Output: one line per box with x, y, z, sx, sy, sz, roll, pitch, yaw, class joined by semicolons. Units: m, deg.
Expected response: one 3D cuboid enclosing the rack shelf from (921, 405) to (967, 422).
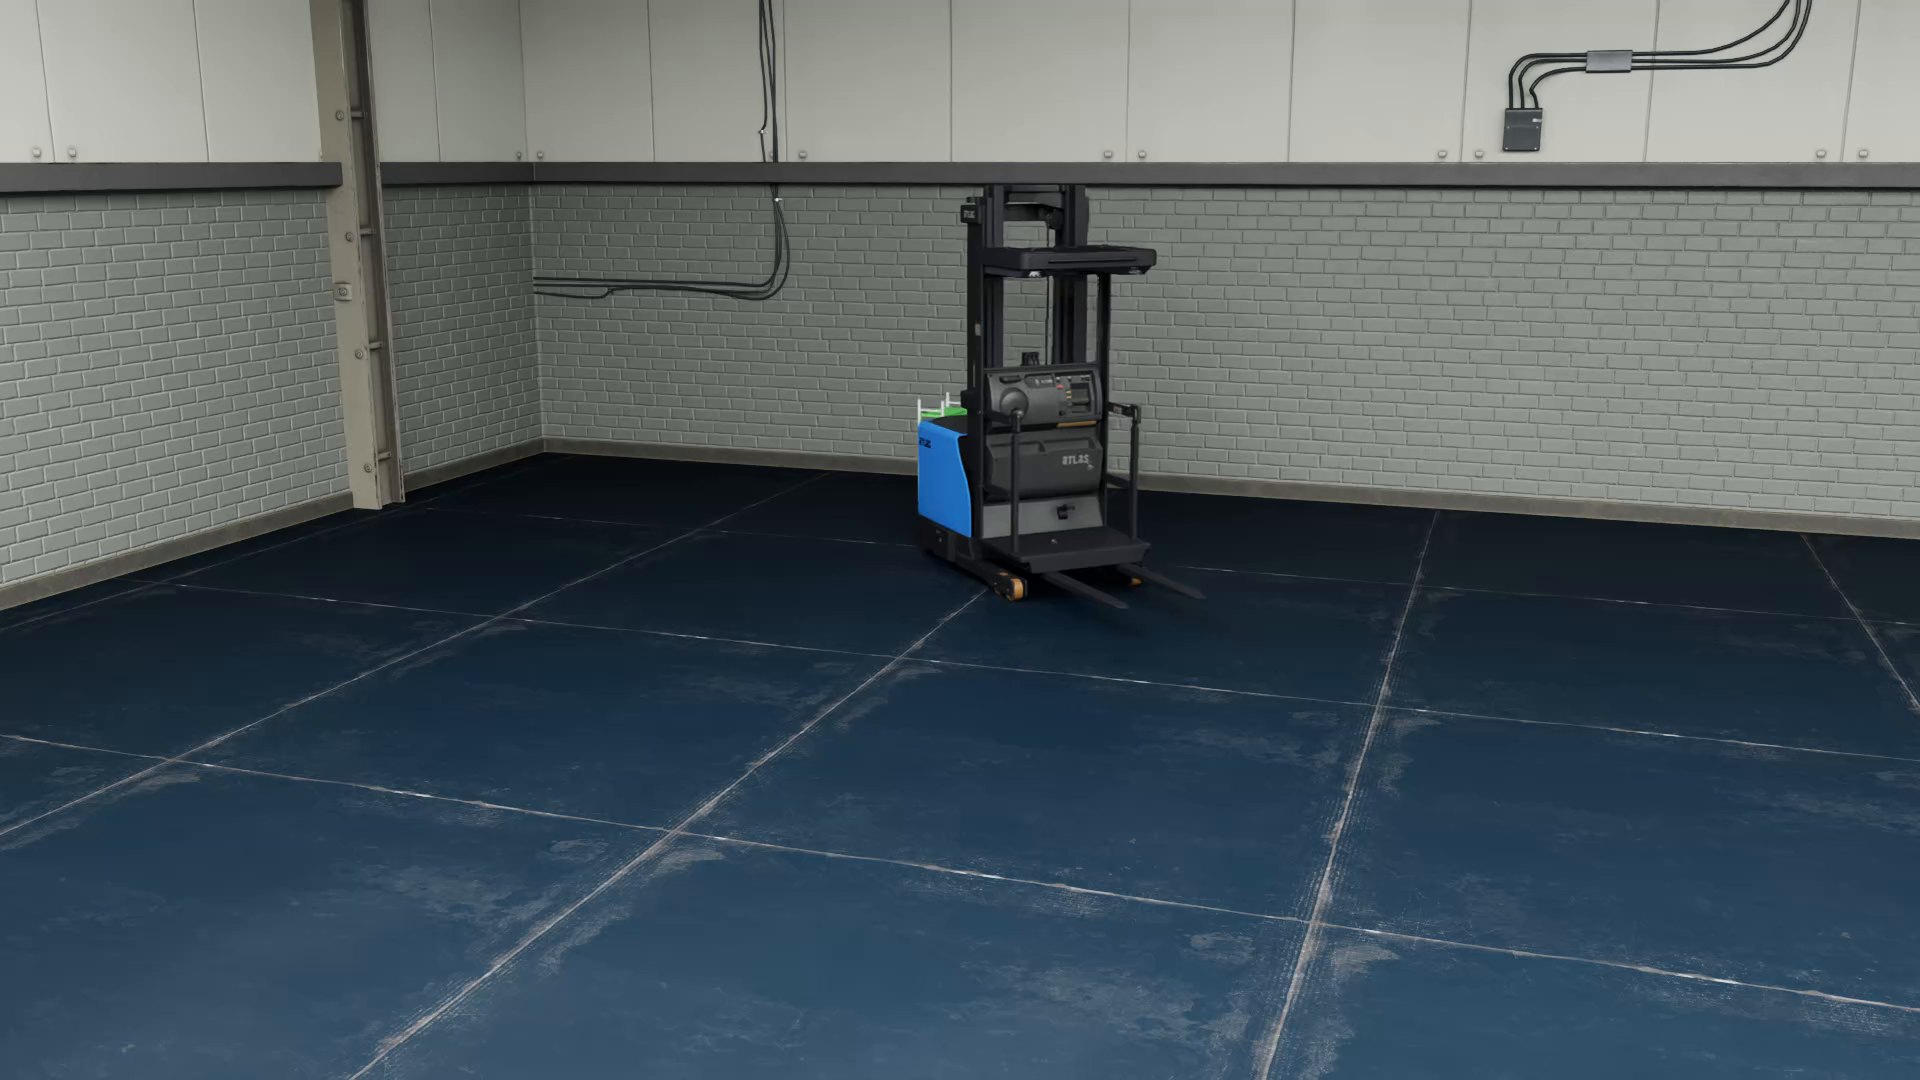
-0.122;-1.010;13.846;0.258;0.148;0.480;7;14;27;rack shelf

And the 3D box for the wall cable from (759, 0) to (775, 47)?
-0.635;-5.997;15.668;3.097;2.526;0.112;4;14;18;wall cable

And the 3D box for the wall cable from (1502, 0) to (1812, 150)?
5.783;-6.215;13.350;2.305;6.003;0.169;4;14;18;wall cable

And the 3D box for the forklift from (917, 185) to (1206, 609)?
0.728;-1.098;12.212;1.130;2.935;3.031;-6;14;-24;forklift

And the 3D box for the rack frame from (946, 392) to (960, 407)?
-0.007;-0.652;14.148;0.240;1.200;0.015;7;14;27;rack frame

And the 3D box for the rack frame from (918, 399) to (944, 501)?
-0.236;-0.556;13.728;0.240;1.200;0.015;7;14;27;rack frame

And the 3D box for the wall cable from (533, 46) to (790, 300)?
-3.195;-3.730;17.084;3.097;2.526;0.112;4;14;18;wall cable

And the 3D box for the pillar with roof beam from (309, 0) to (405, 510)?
-1.326;-4.408;13.080;9.100;9.000;0.400;4;14;18;pillar with roof beam

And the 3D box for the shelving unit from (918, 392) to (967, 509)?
-0.122;-0.604;13.938;0.258;1.200;0.503;7;14;27;shelving unit
